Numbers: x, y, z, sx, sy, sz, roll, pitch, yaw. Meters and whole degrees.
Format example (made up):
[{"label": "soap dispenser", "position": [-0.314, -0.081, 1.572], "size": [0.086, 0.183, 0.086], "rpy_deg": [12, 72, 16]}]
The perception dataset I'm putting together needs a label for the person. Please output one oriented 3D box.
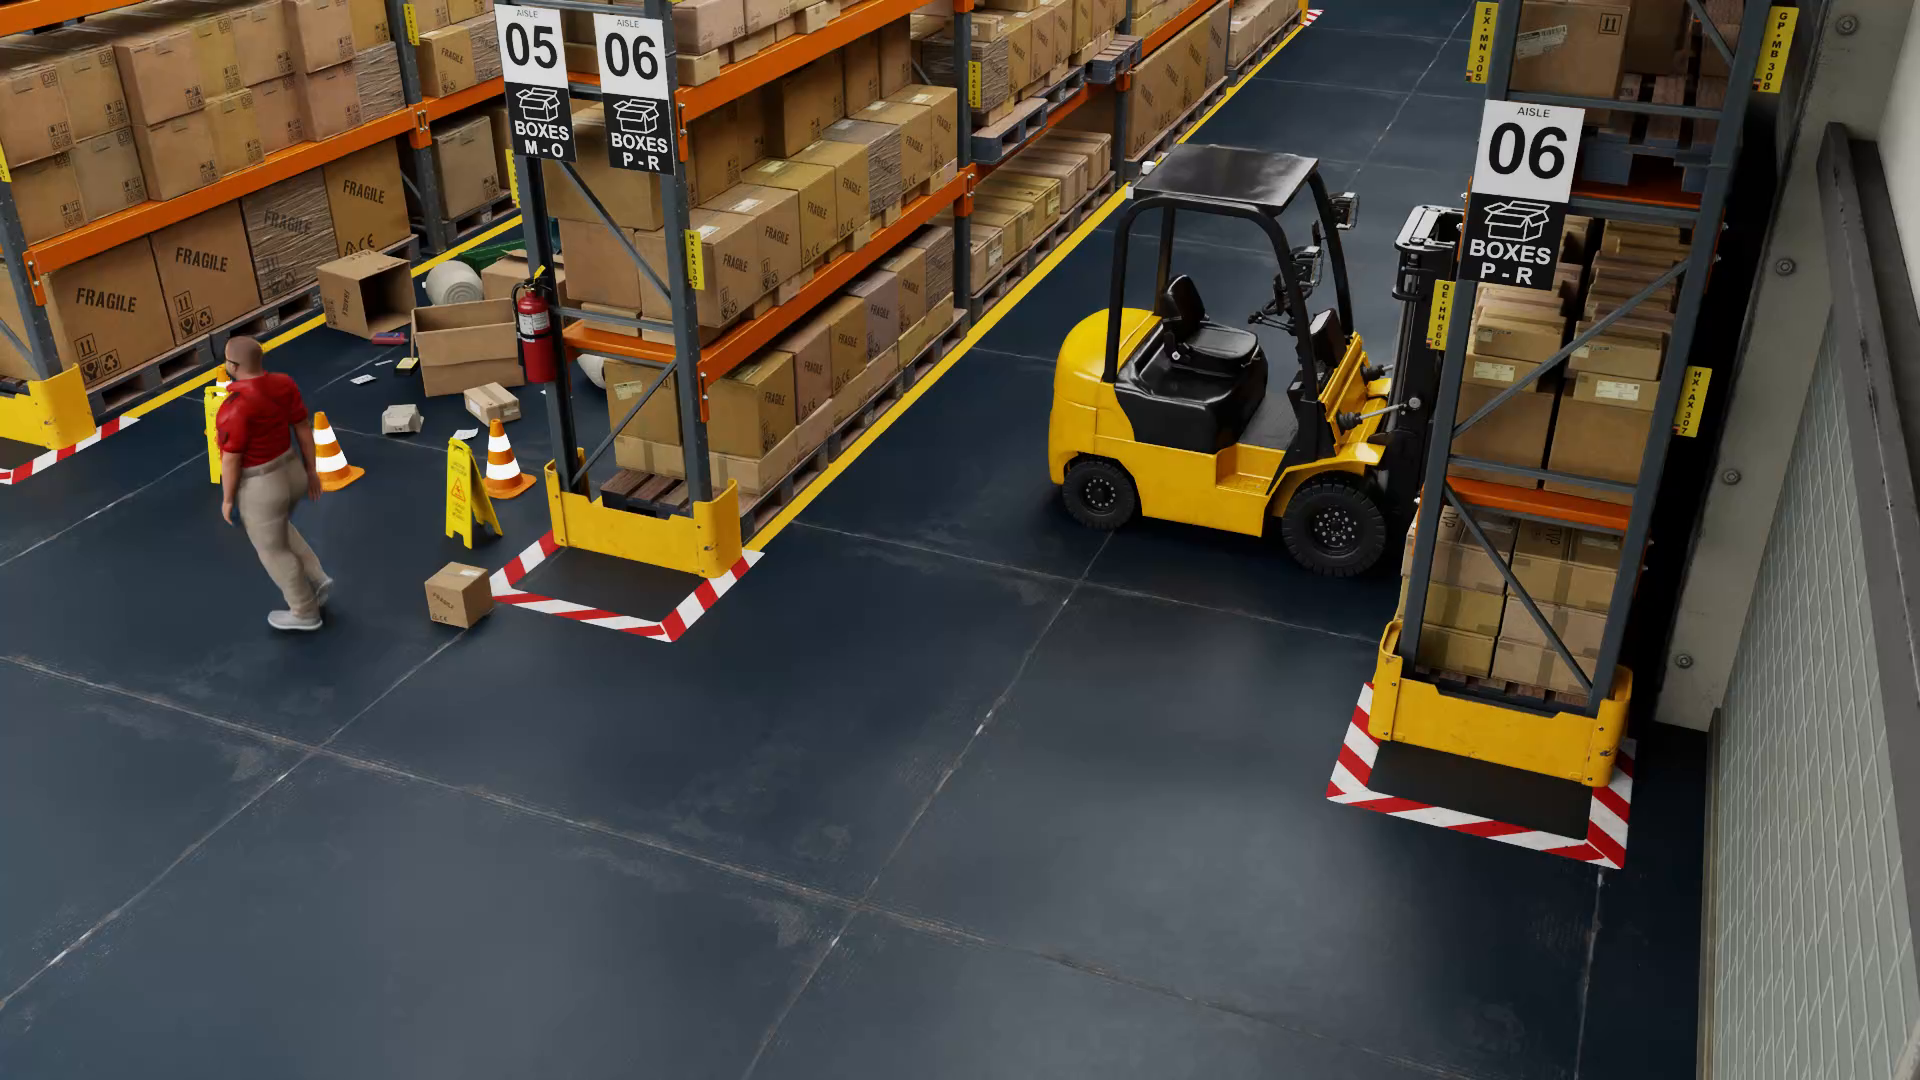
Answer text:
[{"label": "person", "position": [-3.736, -0.284, 8.917], "size": [0.422, 1.753, 0.528], "rpy_deg": [8, 30, 13]}]
